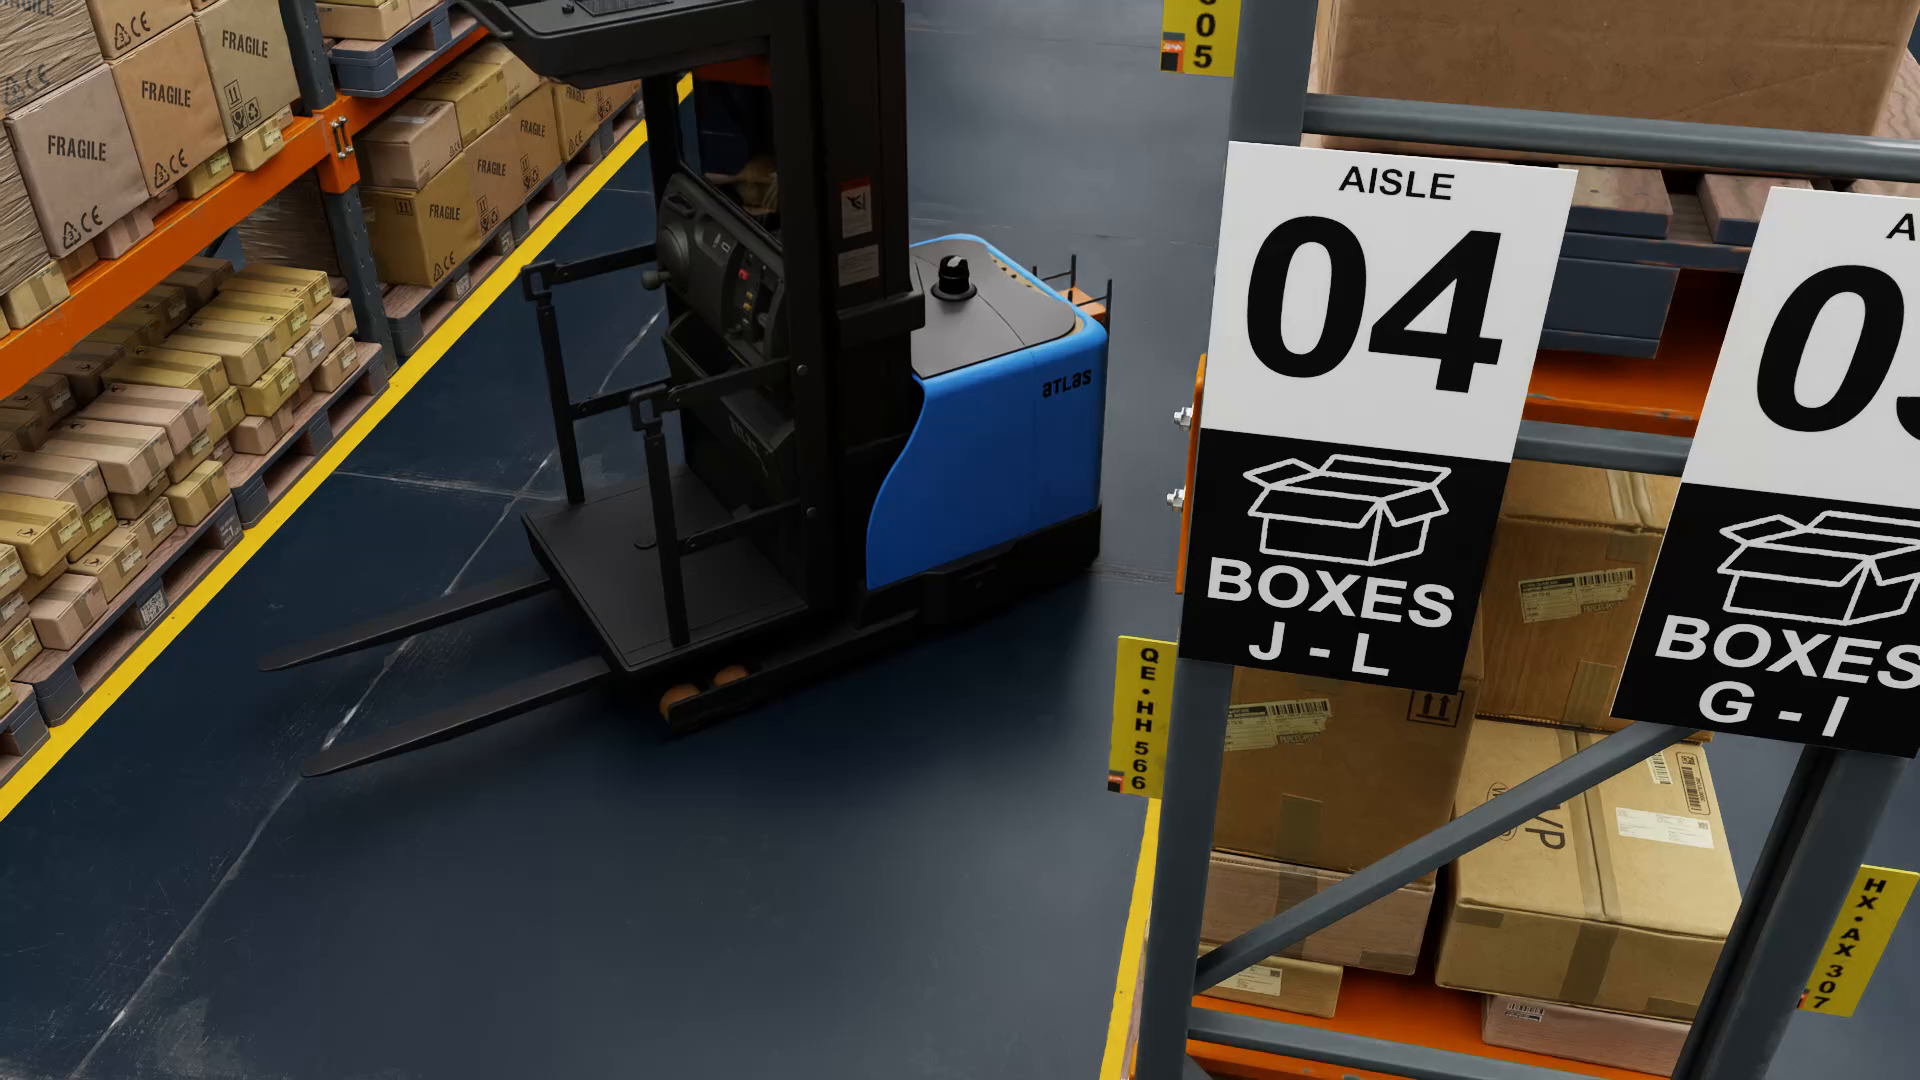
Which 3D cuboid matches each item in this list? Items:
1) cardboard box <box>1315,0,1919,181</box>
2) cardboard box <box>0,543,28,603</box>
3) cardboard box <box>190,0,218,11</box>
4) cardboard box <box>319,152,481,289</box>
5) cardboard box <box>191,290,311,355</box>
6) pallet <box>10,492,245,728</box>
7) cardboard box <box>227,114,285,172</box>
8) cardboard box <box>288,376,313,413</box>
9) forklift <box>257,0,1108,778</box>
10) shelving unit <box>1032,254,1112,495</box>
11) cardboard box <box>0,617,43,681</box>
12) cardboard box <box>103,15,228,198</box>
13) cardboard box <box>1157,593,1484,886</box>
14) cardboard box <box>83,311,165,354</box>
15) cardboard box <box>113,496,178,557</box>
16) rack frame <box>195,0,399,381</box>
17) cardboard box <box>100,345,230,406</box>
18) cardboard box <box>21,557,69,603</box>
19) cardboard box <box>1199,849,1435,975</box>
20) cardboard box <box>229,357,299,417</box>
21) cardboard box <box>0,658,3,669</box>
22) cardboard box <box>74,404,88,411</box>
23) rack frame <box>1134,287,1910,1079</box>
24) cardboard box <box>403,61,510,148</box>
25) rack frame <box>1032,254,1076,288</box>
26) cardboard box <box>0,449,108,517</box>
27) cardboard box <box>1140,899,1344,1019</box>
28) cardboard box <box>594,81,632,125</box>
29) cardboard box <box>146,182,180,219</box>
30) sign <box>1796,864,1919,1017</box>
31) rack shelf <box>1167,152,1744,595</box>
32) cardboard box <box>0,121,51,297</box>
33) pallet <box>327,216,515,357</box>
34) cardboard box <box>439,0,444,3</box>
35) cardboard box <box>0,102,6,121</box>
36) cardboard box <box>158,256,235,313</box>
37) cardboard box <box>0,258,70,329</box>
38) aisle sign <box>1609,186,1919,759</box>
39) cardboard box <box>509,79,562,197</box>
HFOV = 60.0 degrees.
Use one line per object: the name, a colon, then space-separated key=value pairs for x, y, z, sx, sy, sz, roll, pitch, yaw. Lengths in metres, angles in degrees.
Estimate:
cardboard box: x=0.876 y=-0.846 z=2.277 sx=0.700 sy=0.500 sz=0.500 roll=5 pitch=36 yaw=7
cardboard box: x=-3.402 y=0.119 z=5.595 sx=0.380 sy=0.149 sz=0.250 roll=9 pitch=37 yaw=12
cardboard box: x=-2.989 y=-2.311 z=6.191 sx=0.500 sy=0.500 sz=0.500 roll=6 pitch=36 yaw=8
cardboard box: x=-2.736 y=-1.597 z=8.169 sx=0.500 sy=0.500 sz=0.500 roll=9 pitch=37 yaw=12
cardboard box: x=-2.990 y=-0.917 z=7.023 sx=0.380 sy=0.149 sz=0.250 roll=8 pitch=37 yaw=11
pallet: x=-3.520 y=0.172 z=6.333 sx=1.003 sy=0.211 sz=1.213 roll=7 pitch=37 yaw=10
cardboard box: x=-2.933 y=-1.592 z=6.605 sx=0.380 sy=0.149 sz=0.250 roll=6 pitch=36 yaw=9
cardboard box: x=-3.041 y=-0.658 z=7.173 sx=0.380 sy=0.149 sz=0.250 roll=8 pitch=37 yaw=11
forklift: x=-0.979 y=-0.872 z=5.456 sx=3.031 sy=2.935 sz=1.130 roll=-19 pitch=40 yaw=-25
shelving unit: x=0.430 y=-0.602 z=6.685 sx=0.215 sy=1.050 sz=0.252 roll=-19 pitch=40 yaw=-25
cardboard box: x=-3.437 y=0.375 z=5.749 sx=0.380 sy=0.149 sz=0.250 roll=7 pitch=37 yaw=10
cardboard box: x=-3.092 y=-1.599 z=6.061 sx=0.500 sy=0.500 sz=0.500 roll=6 pitch=36 yaw=9
cardboard box: x=0.664 y=0.249 z=3.086 sx=0.500 sy=0.500 sz=0.500 roll=8 pitch=37 yaw=11
cardboard box: x=-3.551 y=-0.832 z=6.906 sx=0.380 sy=0.149 sz=0.250 roll=7 pitch=36 yaw=9
cardboard box: x=-3.246 y=-0.062 z=6.351 sx=0.380 sy=0.149 sz=0.250 roll=8 pitch=37 yaw=11
rack frame: x=-3.152 y=-2.048 z=7.020 sx=1.000 sy=3.000 sz=0.127 roll=7 pitch=37 yaw=10
cardboard box: x=-3.168 y=-0.634 z=6.633 sx=0.380 sy=0.149 sz=0.250 roll=8 pitch=37 yaw=11
cardboard box: x=-3.423 y=0.081 z=5.900 sx=0.380 sy=0.149 sz=0.250 roll=9 pitch=37 yaw=12
cardboard box: x=0.661 y=0.554 z=3.304 sx=0.500 sy=0.250 sz=0.500 roll=7 pitch=36 yaw=9
cardboard box: x=-2.995 y=-0.651 z=6.911 sx=0.380 sy=0.149 sz=0.250 roll=6 pitch=36 yaw=8
cardboard box: x=-3.404 y=0.406 z=5.452 sx=0.380 sy=0.149 sz=0.250 roll=8 pitch=37 yaw=11
cardboard box: x=-3.586 y=-0.562 z=6.787 sx=0.380 sy=0.149 sz=0.250 roll=6 pitch=36 yaw=8
rack frame: x=0.817 y=0.925 z=2.918 sx=1.000 sy=3.000 sz=0.127 roll=7 pitch=37 yaw=10
cardboard box: x=-2.625 y=-2.206 z=8.371 sx=0.500 sy=0.250 sz=0.500 roll=8 pitch=37 yaw=11
rack frame: x=0.367 y=-0.663 z=6.770 sx=0.200 sy=1.050 sz=0.008 roll=-19 pitch=40 yaw=-25
cardboard box: x=-3.341 y=-0.182 z=6.010 sx=0.380 sy=0.149 sz=0.250 roll=7 pitch=37 yaw=10
cardboard box: x=0.571 y=0.781 z=3.331 sx=0.380 sy=0.149 sz=0.250 roll=8 pitch=37 yaw=11
cardboard box: x=-2.298 y=-2.792 z=9.819 sx=0.500 sy=0.500 sz=0.500 roll=9 pitch=37 yaw=12
cardboard box: x=-3.171 y=-1.307 z=6.212 sx=0.380 sy=0.149 sz=0.250 roll=6 pitch=36 yaw=9
sign: x=1.358 y=0.615 z=2.540 sx=0.100 sy=0.325 sz=0.005 roll=7 pitch=37 yaw=10
rack shelf: x=1.244 y=-1.145 z=3.831 sx=1.077 sy=0.370 sz=4.000 roll=7 pitch=37 yaw=10
cardboard box: x=-3.332 y=-1.021 z=5.264 sx=0.500 sy=0.500 sz=0.500 roll=6 pitch=36 yaw=9
pallet: x=-2.988 y=-1.366 z=8.454 sx=1.003 sy=0.211 sz=1.213 roll=7 pitch=37 yaw=10
cardboard box: x=-2.508 y=-2.587 z=7.620 sx=0.380 sy=0.149 sz=0.250 roll=8 pitch=37 yaw=10
cardboard box: x=-3.312 y=-1.423 z=4.967 sx=0.500 sy=0.500 sz=0.500 roll=6 pitch=36 yaw=8
cardboard box: x=-3.428 y=-1.133 z=7.322 sx=0.380 sy=0.149 sz=0.250 roll=9 pitch=37 yaw=12
cardboard box: x=-3.248 y=-0.848 z=5.578 sx=0.380 sy=0.149 sz=0.250 roll=8 pitch=37 yaw=11
aisle sign: x=1.095 y=-0.049 z=2.046 sx=0.394 sy=0.787 sz=0.004 roll=7 pitch=37 yaw=10
cardboard box: x=-2.525 y=-2.202 z=9.004 sx=0.500 sy=0.500 sz=0.500 roll=8 pitch=37 yaw=11
